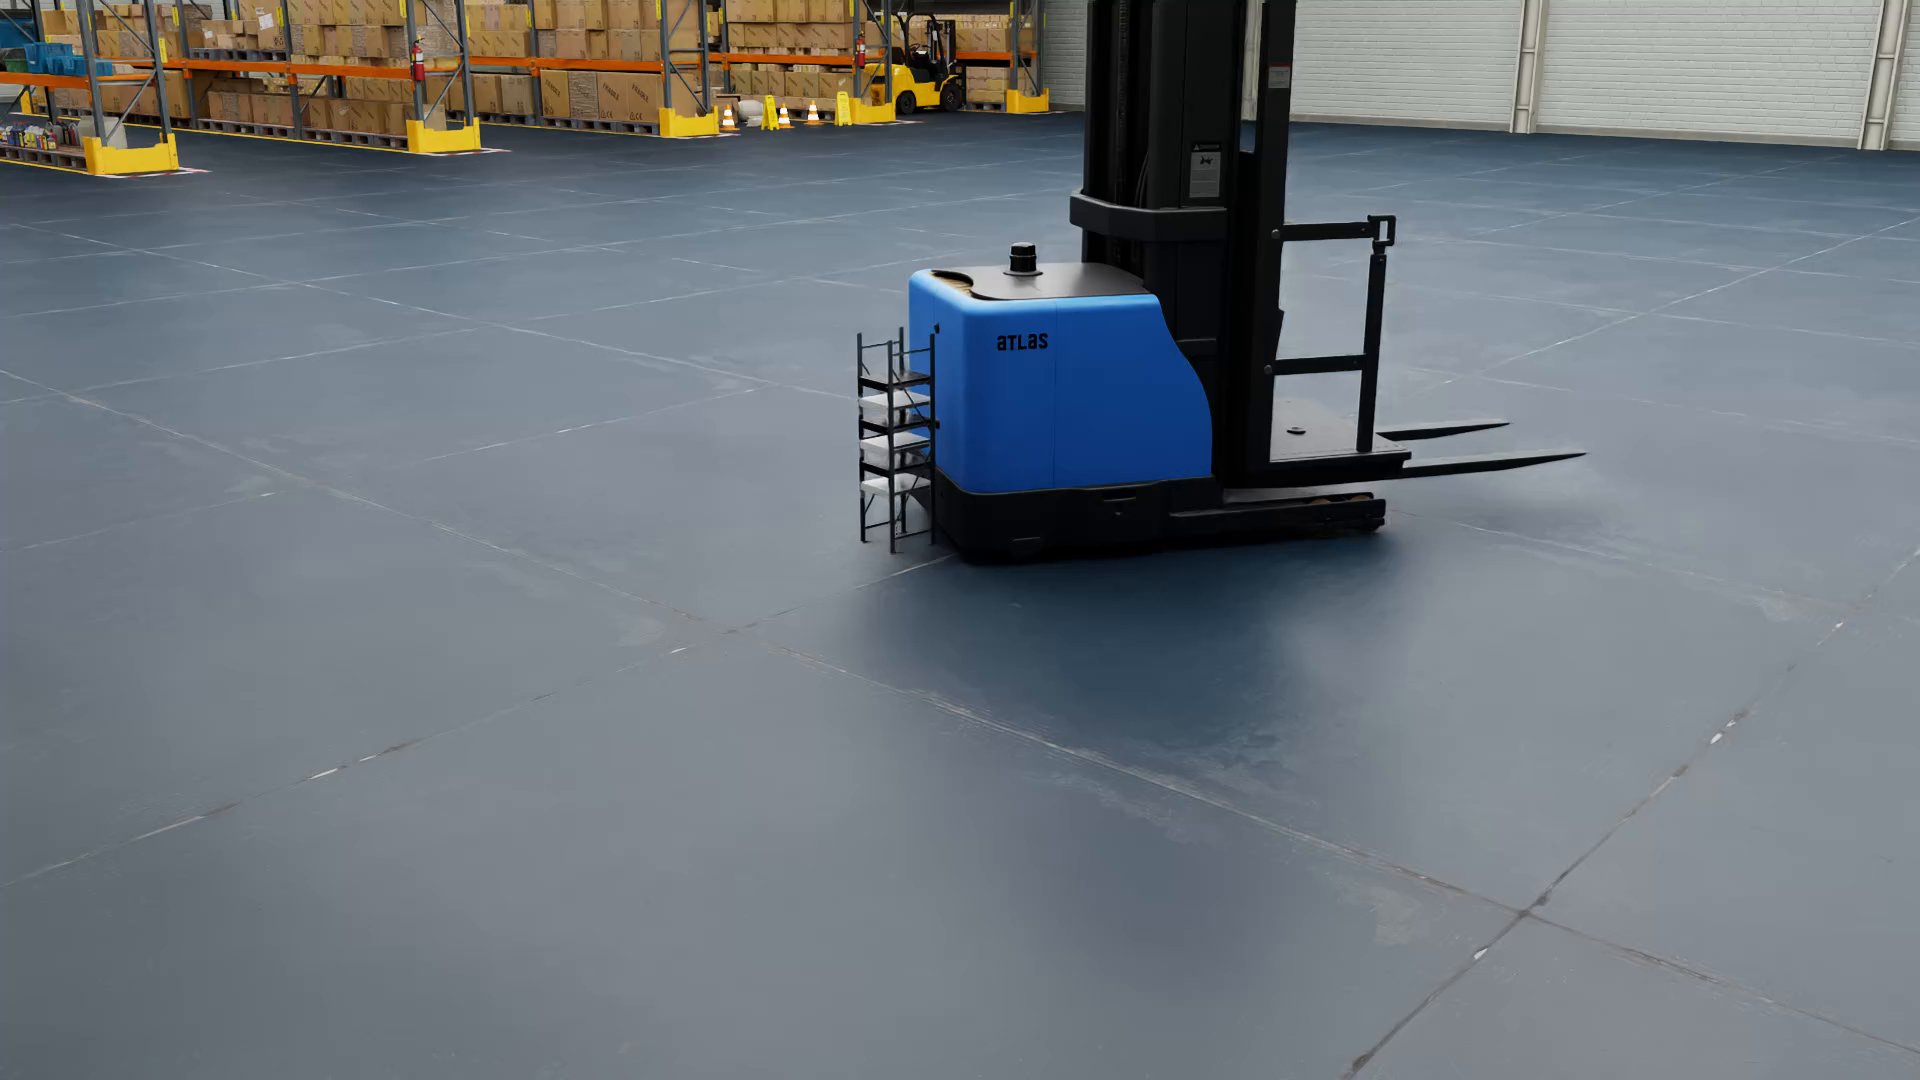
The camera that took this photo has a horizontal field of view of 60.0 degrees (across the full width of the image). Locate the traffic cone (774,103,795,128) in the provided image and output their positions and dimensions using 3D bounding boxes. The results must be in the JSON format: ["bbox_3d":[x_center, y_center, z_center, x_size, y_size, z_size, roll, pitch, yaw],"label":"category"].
[{"bbox_3d":[-3.437,-8.292,32.474,0.334,0.463,0.336,15,23,39],"label":"traffic cone"}]

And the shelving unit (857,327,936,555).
[{"bbox_3d":[-0.262,-0.416,6.934,0.258,0.900,0.210,-14,23,-38],"label":"shelving unit"}]

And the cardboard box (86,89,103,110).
[{"bbox_3d":[-17.770,-9.531,35.004,0.875,0.875,0.875,15,23,39],"label":"cardboard box"}]

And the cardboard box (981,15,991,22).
[{"bbox_3d":[0.689,-11.762,37.484,0.250,0.149,0.380,16,23,40],"label":"cardboard box"}]

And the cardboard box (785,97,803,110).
[{"bbox_3d":[-3.337,-9.227,35.077,0.500,0.250,0.500,14,22,37],"label":"cardboard box"}]

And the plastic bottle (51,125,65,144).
[{"bbox_3d":[-13.897,-6.237,25.580,0.135,0.276,0.152,15,23,39],"label":"plastic bottle"}]

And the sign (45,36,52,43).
[{"bbox_3d":[-14.260,-7.721,26.023,0.005,0.325,0.100,15,23,39],"label":"sign"}]

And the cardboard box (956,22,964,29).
[{"bbox_3d":[0.095,-11.765,37.986,0.250,0.149,0.380,15,23,40],"label":"cardboard box"}]

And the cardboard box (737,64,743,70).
[{"bbox_3d":[-5.565,-12.290,43.243,0.250,0.149,0.380,16,24,41],"label":"cardboard box"}]

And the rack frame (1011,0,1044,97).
[{"bbox_3d":[1.516,-11.150,37.285,0.127,3.000,1.000,15,23,39],"label":"rack frame"}]

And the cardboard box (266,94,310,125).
[{"bbox_3d":[-12.135,-7.833,30.241,0.500,0.500,0.700,15,23,39],"label":"cardboard box"}]

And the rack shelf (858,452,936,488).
[{"bbox_3d":[-0.262,-0.298,6.971,0.258,0.077,0.200,-14,23,-38],"label":"rack shelf"}]

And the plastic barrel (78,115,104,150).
[{"bbox_3d":[-12.560,-5.893,24.141,0.421,0.512,0.421,0,18,0],"label":"plastic barrel"}]

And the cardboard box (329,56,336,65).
[{"bbox_3d":[-10.434,-8.111,28.125,0.250,0.149,0.380,15,23,39],"label":"cardboard box"}]

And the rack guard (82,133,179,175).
[{"bbox_3d":[-11.730,-5.476,23.541,0.348,0.500,1.175,15,23,39],"label":"rack guard"}]

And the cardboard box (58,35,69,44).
[{"bbox_3d":[-18.604,-10.499,34.990,0.500,0.250,0.500,16,23,40],"label":"cardboard box"}]

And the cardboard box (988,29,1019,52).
[{"bbox_3d":[0.973,-11.237,37.394,0.500,0.500,0.500,14,23,38],"label":"cardboard box"}]

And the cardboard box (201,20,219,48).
[{"bbox_3d":[-13.907,-9.539,31.349,0.500,0.500,0.500,12,21,33],"label":"cardboard box"}]

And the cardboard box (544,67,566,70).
[{"bbox_3d":[-9.554,-11.337,40.693,0.875,0.875,0.875,16,24,41],"label":"cardboard box"}]

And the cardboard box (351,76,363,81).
[{"bbox_3d":[-13.184,-10.347,36.954,0.500,0.250,0.500,16,24,41],"label":"cardboard box"}]

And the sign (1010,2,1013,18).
[{"bbox_3d":[1.145,-11.695,36.696,0.005,0.325,0.100,15,23,39],"label":"sign"}]

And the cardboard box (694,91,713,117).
[{"bbox_3d":[-5.475,-8.867,33.994,0.503,0.637,0.797,15,23,39],"label":"cardboard box"}]

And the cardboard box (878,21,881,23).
[{"bbox_3d":[-1.879,-12.328,39.761,0.250,0.149,0.380,16,24,41],"label":"cardboard box"}]

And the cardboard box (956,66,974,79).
[{"bbox_3d":[0.194,-10.738,38.187,0.500,0.250,0.500,15,23,40],"label":"cardboard box"}]

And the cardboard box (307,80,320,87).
[{"bbox_3d":[-14.809,-10.523,38.347,0.250,0.149,0.380,15,23,39],"label":"cardboard box"}]

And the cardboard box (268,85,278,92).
[{"bbox_3d":[-16.203,-10.745,39.538,0.250,0.149,0.380,16,24,41],"label":"cardboard box"}]

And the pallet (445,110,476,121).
[{"bbox_3d":[-10.430,-8.988,35.082,1.213,0.211,1.003,15,23,39],"label":"pallet"}]

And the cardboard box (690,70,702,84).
[{"bbox_3d":[-6.842,-12.315,44.396,0.500,0.500,0.500,15,23,39],"label":"cardboard box"}]

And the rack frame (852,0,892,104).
[{"bbox_3d":[-1.776,-10.026,33.745,0.127,3.000,1.000,15,23,39],"label":"rack frame"}]

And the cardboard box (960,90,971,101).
[{"bbox_3d":[0.221,-10.267,38.354,0.500,0.250,0.500,15,23,40],"label":"cardboard box"}]

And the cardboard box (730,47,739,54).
[{"bbox_3d":[-4.745,-10.574,35.885,0.250,0.149,0.380,15,23,39],"label":"cardboard box"}]

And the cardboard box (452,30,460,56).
[{"bbox_3d":[-10.054,-10.186,34.082,0.500,0.500,0.500,15,23,39],"label":"cardboard box"}]

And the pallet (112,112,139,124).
[{"bbox_3d":[-16.702,-8.726,34.259,1.213,0.211,1.003,15,23,39],"label":"pallet"}]

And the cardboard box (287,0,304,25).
[{"bbox_3d":[-11.178,-9.105,28.533,0.500,0.500,0.500,15,23,39],"label":"cardboard box"}]

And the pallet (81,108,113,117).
[{"bbox_3d":[-17.846,-9.035,35.230,1.213,0.211,1.003,15,23,39],"label":"pallet"}]

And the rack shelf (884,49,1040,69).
[{"bbox_3d":[0.020,-11.208,38.660,4.000,0.370,1.077,15,23,39],"label":"rack shelf"}]

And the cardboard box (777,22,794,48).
[{"bbox_3d":[-3.475,-10.571,34.805,0.500,0.500,0.500,15,23,40],"label":"cardboard box"}]

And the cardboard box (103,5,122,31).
[{"bbox_3d":[-16.846,-10.593,33.707,0.637,0.503,0.797,14,23,38],"label":"cardboard box"}]

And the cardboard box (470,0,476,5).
[{"bbox_3d":[-12.107,-13.530,41.894,0.250,0.149,0.380,14,23,38],"label":"cardboard box"}]

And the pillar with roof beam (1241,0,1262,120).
[{"bbox_3d":[3.223,-12.174,30.596,0.400,9.000,9.100,15,23,39],"label":"pillar with roof beam"}]

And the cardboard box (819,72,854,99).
[{"bbox_3d":[-2.549,-9.375,34.304,0.500,0.500,0.500,15,23,40],"label":"cardboard box"}]

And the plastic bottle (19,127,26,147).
[{"bbox_3d":[-14.068,-6.045,24.964,0.133,0.283,0.061,16,24,42],"label":"plastic bottle"}]

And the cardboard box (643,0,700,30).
[{"bbox_3d":[-5.238,-9.555,30.228,0.550,0.550,0.875,15,23,39],"label":"cardboard box"}]

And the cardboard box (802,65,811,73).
[{"bbox_3d":[-3.054,-9.794,34.552,0.250,0.149,0.380,16,23,40],"label":"cardboard box"}]

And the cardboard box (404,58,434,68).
[{"bbox_3d":[-8.704,-7.675,26.751,0.250,0.149,0.380,15,23,39],"label":"cardboard box"}]

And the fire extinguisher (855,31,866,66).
[{"bbox_3d":[-1.997,-9.862,33.355,0.183,0.674,0.296,15,23,39],"label":"fire extinguisher"}]

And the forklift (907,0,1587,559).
[{"bbox_3d":[1.336,-1.554,7.162,3.031,2.935,1.130,-5,18,-15],"label":"forklift"}]

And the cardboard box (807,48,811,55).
[{"bbox_3d":[-2.950,-10.143,34.529,0.250,0.149,0.380,15,23,40],"label":"cardboard box"}]

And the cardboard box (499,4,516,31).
[{"bbox_3d":[-8.739,-10.414,33.150,0.500,0.500,0.700,15,23,38],"label":"cardboard box"}]

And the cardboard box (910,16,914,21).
[{"bbox_3d":[-0.982,-12.239,38.989,0.250,0.149,0.380,14,23,38],"label":"cardboard box"}]

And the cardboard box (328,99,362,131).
[{"bbox_3d":[-10.640,-7.393,28.886,0.500,0.500,0.500,-10,20,-28],"label":"cardboard box"}]

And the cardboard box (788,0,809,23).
[{"bbox_3d":[-3.127,-10.928,34.276,0.500,0.500,0.700,15,23,39],"label":"cardboard box"}]

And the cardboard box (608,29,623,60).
[{"bbox_3d":[-6.055,-9.268,31.108,0.550,0.550,0.875,15,23,39],"label":"cardboard box"}]
